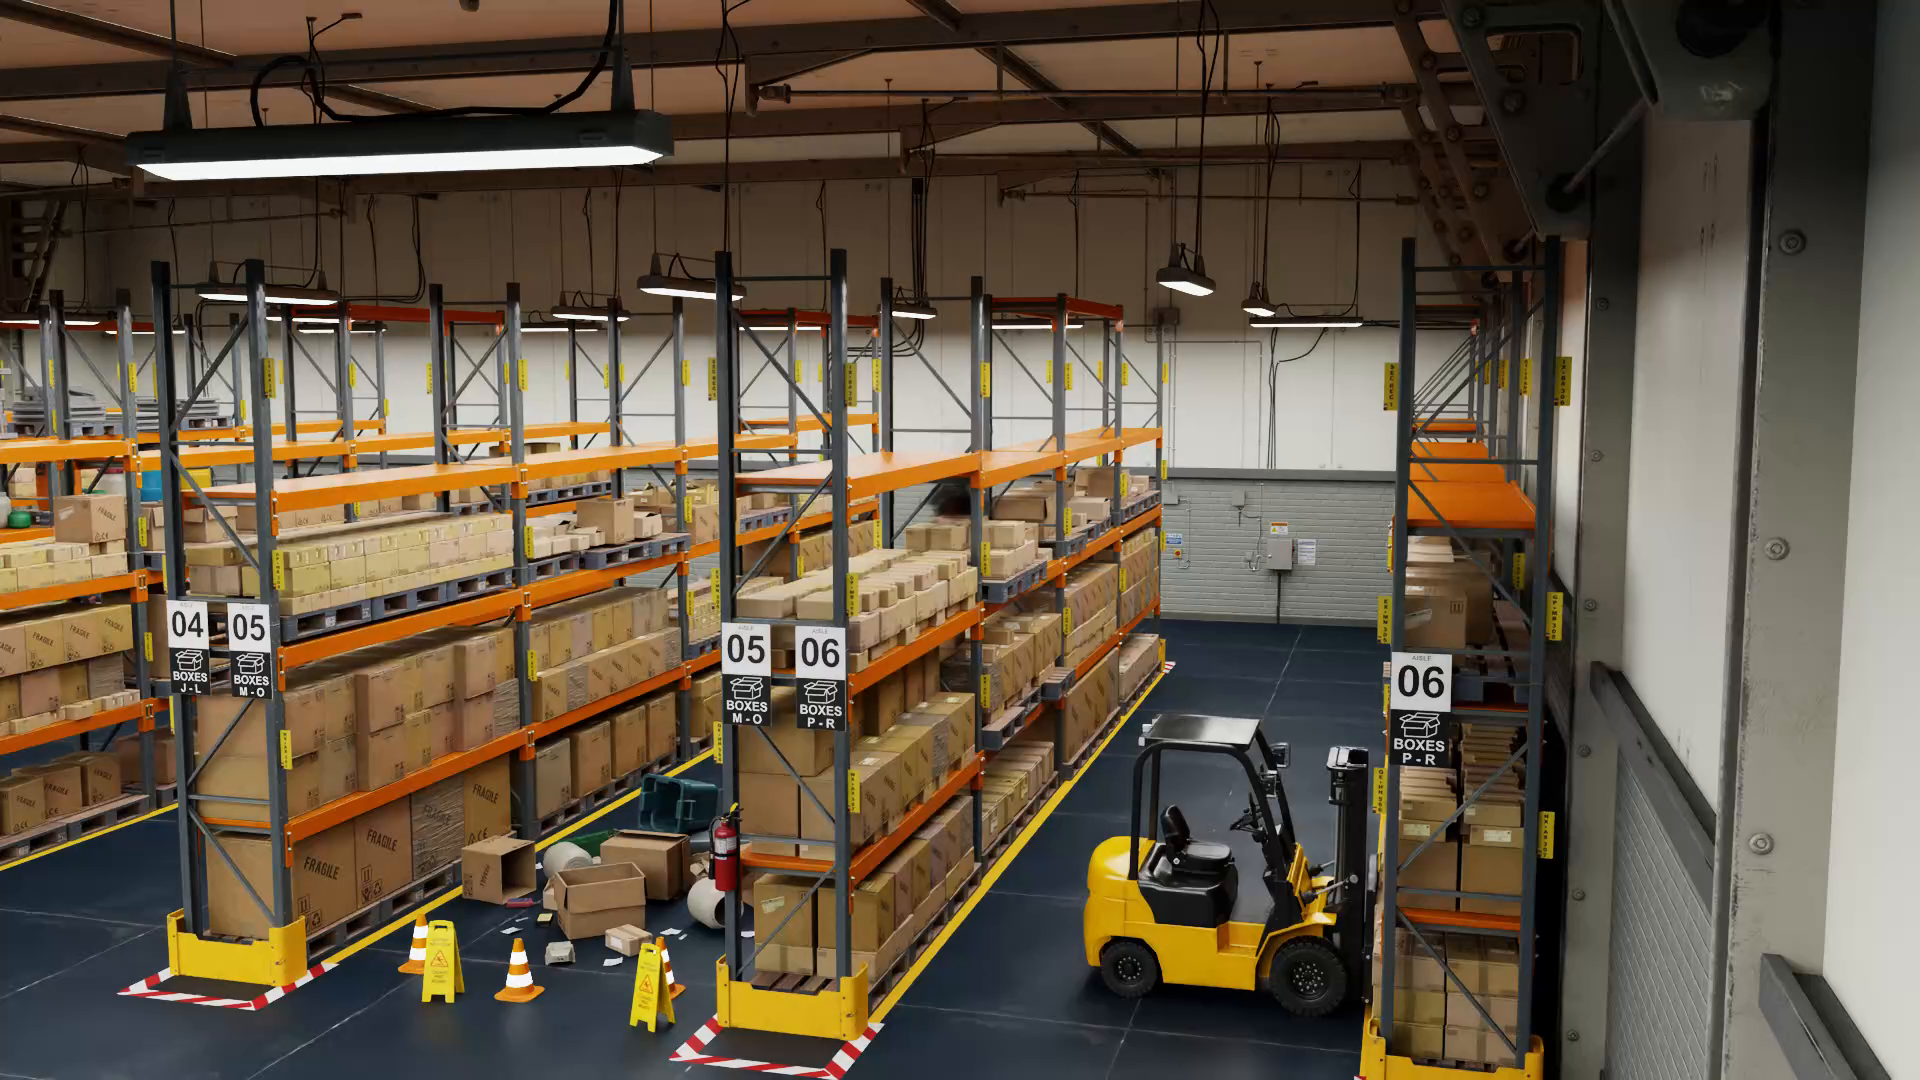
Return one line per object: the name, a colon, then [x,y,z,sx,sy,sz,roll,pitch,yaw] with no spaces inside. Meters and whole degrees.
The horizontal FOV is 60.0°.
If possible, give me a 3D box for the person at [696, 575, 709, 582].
person: [-4.197,1.411,27.571,0.588,1.712,0.931,2,6,18]
